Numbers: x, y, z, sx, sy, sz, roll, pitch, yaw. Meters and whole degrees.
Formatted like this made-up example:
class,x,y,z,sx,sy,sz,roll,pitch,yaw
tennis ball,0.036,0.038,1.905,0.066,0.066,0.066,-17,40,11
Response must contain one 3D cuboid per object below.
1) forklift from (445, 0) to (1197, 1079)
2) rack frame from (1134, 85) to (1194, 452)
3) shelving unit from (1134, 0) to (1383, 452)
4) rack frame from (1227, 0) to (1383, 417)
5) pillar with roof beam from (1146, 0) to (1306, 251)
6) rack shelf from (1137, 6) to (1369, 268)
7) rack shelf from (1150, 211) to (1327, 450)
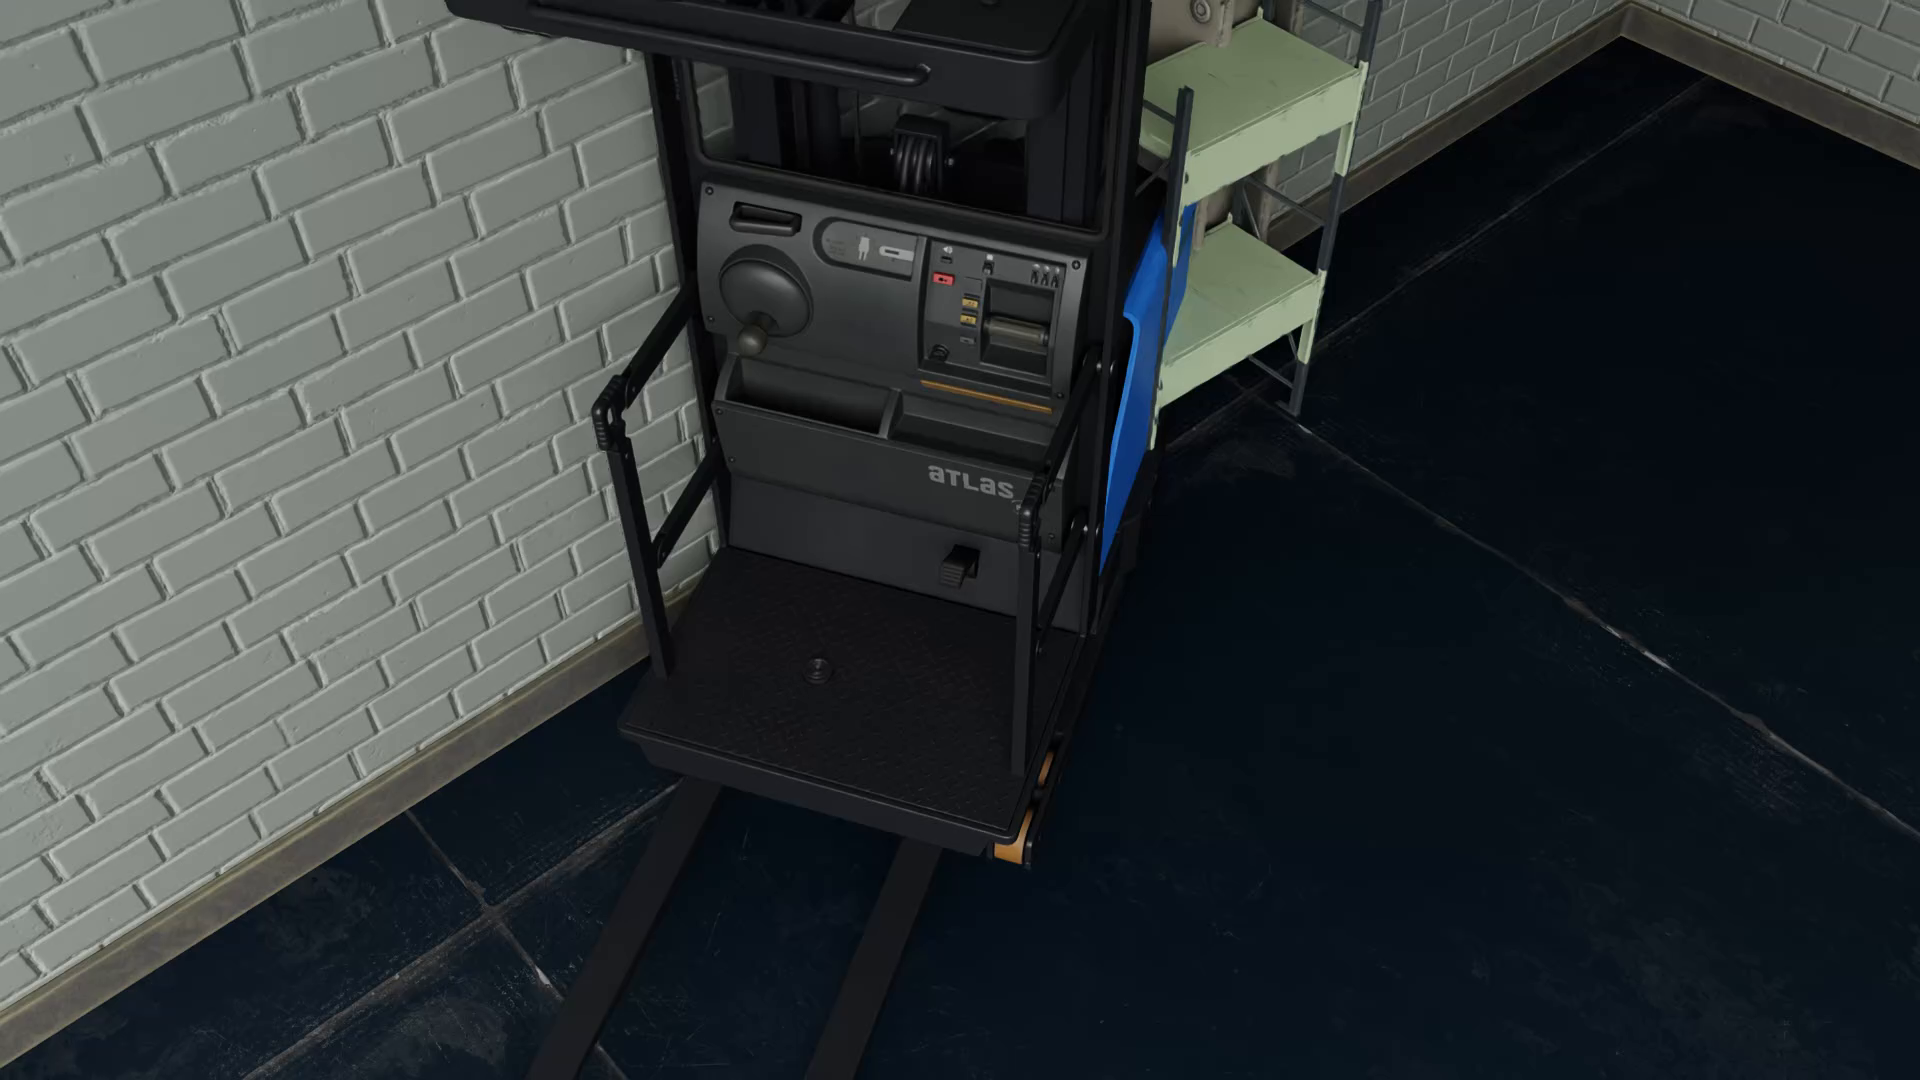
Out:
class,x,y,z,sx,sy,sz,roll,pitch,yaw
forklift,-0.234,-0.472,3.691,1.130,2.935,3.031,14,49,12
rack frame,0.450,-0.718,4.838,0.023,1.500,0.400,-31,53,-27
shelving unit,0.731,-0.884,5.003,0.755,1.500,0.431,-31,53,-27
rack frame,1.012,-1.051,5.168,0.023,1.500,0.400,-31,53,-27
pillar with roof beam,3.674,-1.390,0.410,0.400,9.000,9.100,-34,56,-27
rack shelf,0.734,-1.156,4.723,0.720,0.370,0.431,-31,53,-27
rack shelf,0.729,-0.657,5.237,0.720,0.370,0.431,-31,53,-27
